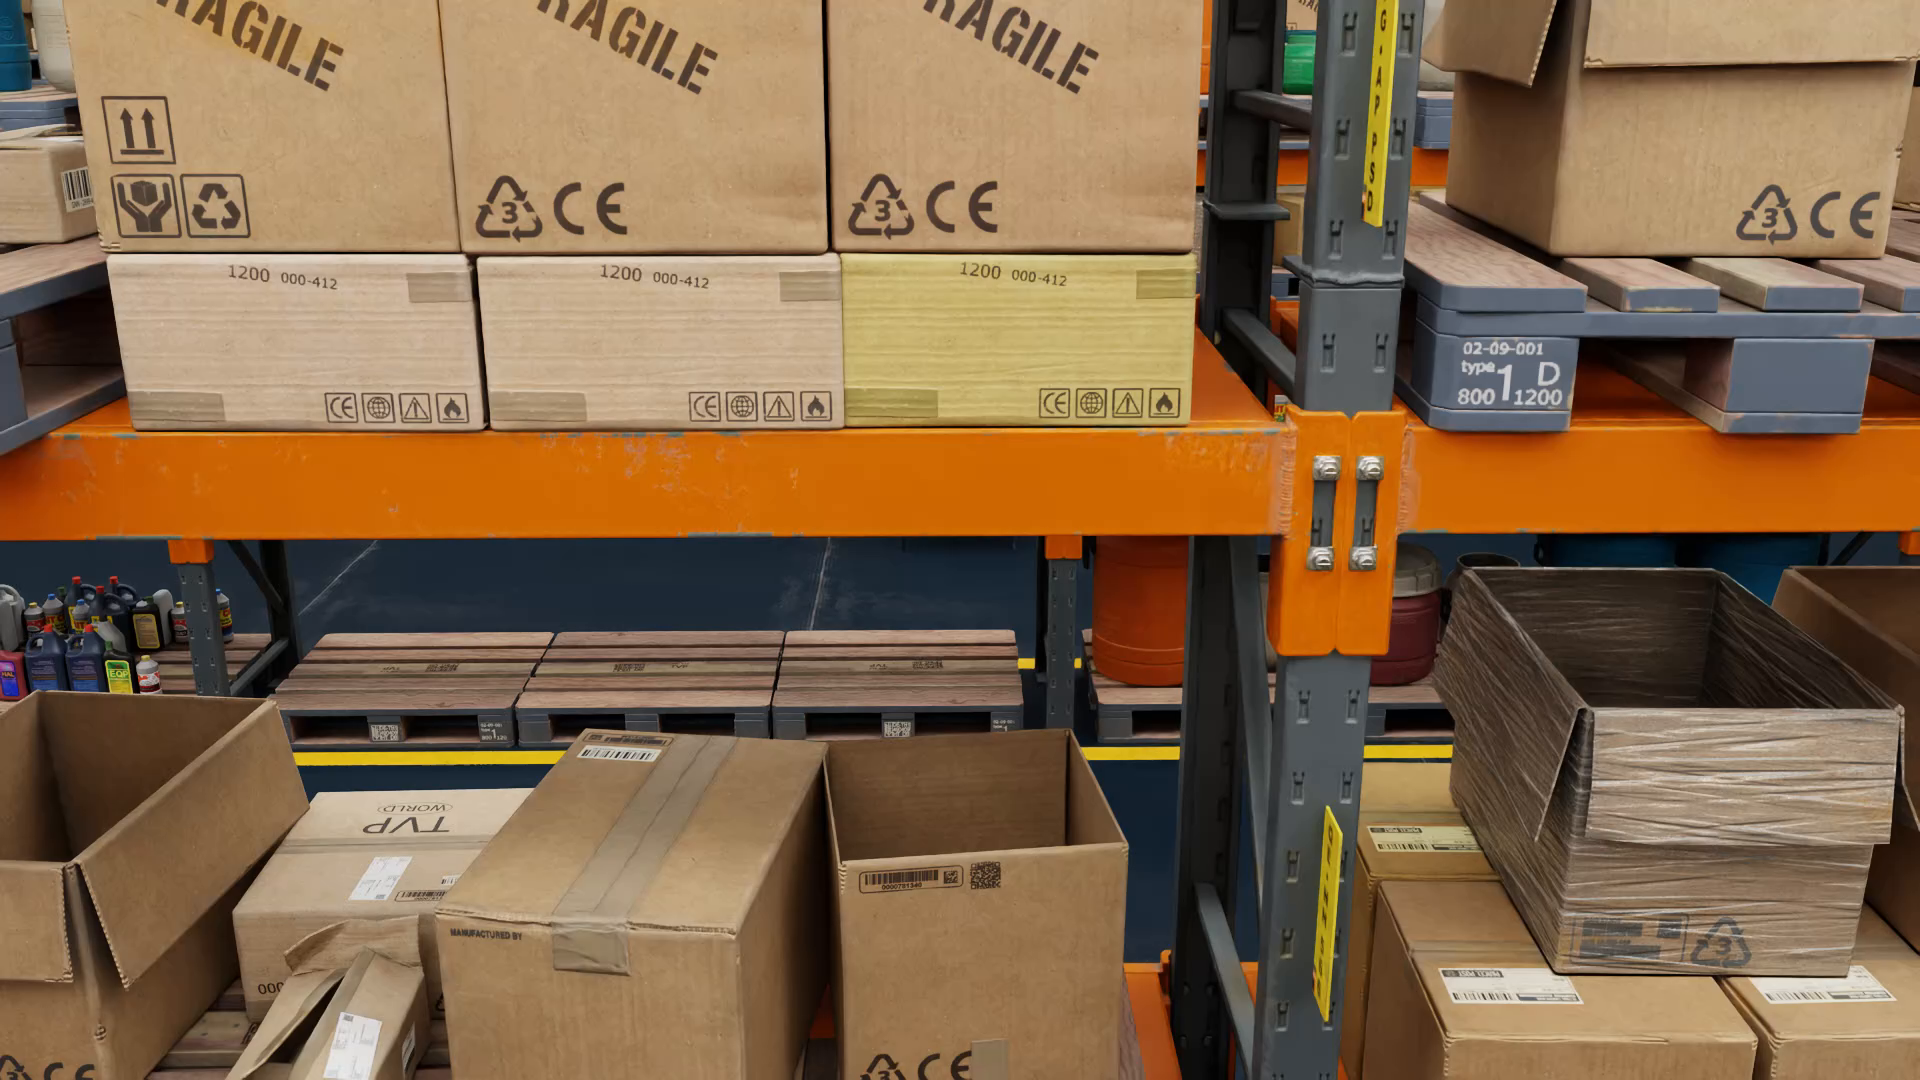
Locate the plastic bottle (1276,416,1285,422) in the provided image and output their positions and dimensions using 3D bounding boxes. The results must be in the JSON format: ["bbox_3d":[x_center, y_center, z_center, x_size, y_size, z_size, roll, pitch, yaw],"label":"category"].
[{"bbox_3d":[1.486,-0.442,7.727,0.097,0.271,0.097,0,18,0],"label":"plastic bottle"}]

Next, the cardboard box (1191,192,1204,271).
[{"bbox_3d":[1.941,-2.331,12.553,0.500,0.500,0.700,3,18,10],"label":"cardboard box"}]

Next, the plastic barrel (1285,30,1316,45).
[{"bbox_3d":[1.540,-2.200,7.622,0.301,0.262,0.301,0,18,0],"label":"plastic barrel"}]

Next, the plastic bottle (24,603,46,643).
[{"bbox_3d":[-4.815,0.427,8.666,0.097,0.201,0.097,0,18,0],"label":"plastic bottle"}]

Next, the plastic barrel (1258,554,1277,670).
[{"bbox_3d":[1.522,0.360,8.401,0.421,0.512,0.421,0,18,0],"label":"plastic barrel"}]

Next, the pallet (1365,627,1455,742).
[{"bbox_3d":[2.475,0.719,8.461,1.213,0.211,1.003,0,18,-1],"label":"pallet"}]

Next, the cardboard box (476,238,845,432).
[{"bbox_3d":[-0.419,-0.348,2.556,0.500,0.250,0.500,0,18,-1],"label":"cardboard box"}]

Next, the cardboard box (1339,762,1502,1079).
[{"bbox_3d":[1.038,0.800,3.480,0.500,0.500,0.500,0,18,1],"label":"cardboard box"}]

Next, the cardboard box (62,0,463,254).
[{"bbox_3d":[-0.933,-0.706,2.446,0.500,0.500,0.500,0,18,0],"label":"cardboard box"}]

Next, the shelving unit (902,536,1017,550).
[{"bbox_3d":[-0.007,-0.714,10.818,0.755,1.500,0.431,0,18,-1],"label":"shelving unit"}]

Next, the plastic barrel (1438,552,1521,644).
[{"bbox_3d":[2.651,0.354,8.418,0.421,0.512,0.421,0,18,0],"label":"plastic barrel"}]

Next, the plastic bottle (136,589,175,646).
[{"bbox_3d":[-4.178,0.397,8.638,0.135,0.276,0.152,0,18,1],"label":"plastic bottle"}]

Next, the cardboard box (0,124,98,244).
[{"bbox_3d":[-1.578,-0.612,2.829,0.250,0.166,0.380,-1,18,-2],"label":"cardboard box"}]

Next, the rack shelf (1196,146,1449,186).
[{"bbox_3d":[2.470,-1.683,7.650,4.000,0.370,1.077,0,18,-1],"label":"rack shelf"}]

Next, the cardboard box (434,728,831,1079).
[{"bbox_3d":[-0.548,0.726,3.023,0.500,0.500,0.700,2,18,7],"label":"cardboard box"}]

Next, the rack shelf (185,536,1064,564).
[{"bbox_3d":[-1.530,-0.235,8.048,4.000,0.370,1.077,0,18,-1],"label":"rack shelf"}]

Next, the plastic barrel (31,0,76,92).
[{"bbox_3d":[-3.963,-2.308,7.549,0.421,0.512,0.421,0,18,0],"label":"plastic barrel"}]

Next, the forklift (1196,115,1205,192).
[{"bbox_3d":[1.696,-2.775,14.901,3.031,2.935,1.130,-1,18,-2],"label":"forklift"}]

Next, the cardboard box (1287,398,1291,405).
[{"bbox_3d":[2.402,-1.044,12.762,0.500,0.500,0.500,-1,18,-3],"label":"cardboard box"}]

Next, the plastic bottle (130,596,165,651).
[{"bbox_3d":[-4.175,0.426,8.536,0.133,0.283,0.061,0,18,-1],"label":"plastic bottle"}]

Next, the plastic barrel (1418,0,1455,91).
[{"bbox_3d":[2.240,-2.335,7.595,0.433,0.535,0.433,0,18,0],"label":"plastic barrel"}]

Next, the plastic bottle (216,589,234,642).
[{"bbox_3d":[-3.855,0.389,8.670,0.097,0.271,0.097,0,18,0],"label":"plastic bottle"}]

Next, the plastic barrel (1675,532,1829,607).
[{"bbox_3d":[3.925,0.190,8.292,0.708,0.901,0.600,0,18,-1],"label":"plastic barrel"}]

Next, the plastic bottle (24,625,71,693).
[{"bbox_3d":[-4.361,0.576,7.958,0.185,0.351,0.144,-1,18,-4],"label":"plastic bottle"}]

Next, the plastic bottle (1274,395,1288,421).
[{"bbox_3d":[1.604,-0.656,8.394,0.097,0.271,0.097,0,18,0],"label":"plastic bottle"}]

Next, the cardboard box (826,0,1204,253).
[{"bbox_3d":[0.075,-0.710,2.457,0.500,0.500,0.500,0,18,1],"label":"cardboard box"}]

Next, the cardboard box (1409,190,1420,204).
[{"bbox_3d":[3.231,-2.410,12.800,0.500,0.500,0.700,3,18,8],"label":"cardboard box"}]

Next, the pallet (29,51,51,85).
[{"bbox_3d":[-6.896,-3.443,12.105,1.213,0.211,1.003,0,18,-1],"label":"pallet"}]

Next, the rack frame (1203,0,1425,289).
[{"bbox_3d":[0.548,-1.931,2.336,0.127,3.000,1.000,0,18,-1],"label":"rack frame"}]

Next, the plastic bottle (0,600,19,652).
[{"bbox_3d":[-4.929,0.445,8.490,0.135,0.276,0.152,0,18,-1],"label":"plastic bottle"}]

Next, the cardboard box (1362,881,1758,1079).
[{"bbox_3d":[1.039,0.958,2.985,0.500,0.500,0.500,0,18,1],"label":"cardboard box"}]

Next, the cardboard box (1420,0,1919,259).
[{"bbox_3d":[1.157,-0.777,2.792,0.637,0.503,0.797,1,18,2],"label":"cardboard box"}]

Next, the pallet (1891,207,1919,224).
[{"bbox_3d":[2.309,-0.439,2.903,1.213,0.211,1.003,1,18,2],"label":"pallet"}]

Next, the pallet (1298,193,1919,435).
[{"bbox_3d":[1.191,-0.432,2.883,1.003,0.211,1.213,1,18,2],"label":"pallet"}]

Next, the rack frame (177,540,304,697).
[{"bbox_3d":[-3.529,-0.568,7.908,0.127,3.000,1.000,0,18,-1],"label":"rack frame"}]

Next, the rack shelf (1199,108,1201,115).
[{"bbox_3d":[2.395,-3.196,12.366,4.000,0.370,1.077,0,18,-1],"label":"rack shelf"}]

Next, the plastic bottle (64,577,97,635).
[{"bbox_3d":[-4.532,0.362,8.625,0.185,0.351,0.144,-1,18,-3],"label":"plastic bottle"}]

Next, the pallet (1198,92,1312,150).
[{"bbox_3d":[1.236,-1.900,7.457,1.213,0.211,1.003,0,18,-1],"label":"pallet"}]

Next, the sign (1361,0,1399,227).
[{"bbox_3d":[0.555,-0.583,2.198,0.005,0.325,0.100,0,18,-1],"label":"sign"}]

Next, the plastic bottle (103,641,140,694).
[{"bbox_3d":[-4.005,0.619,7.934,0.133,0.283,0.061,1,18,2],"label":"plastic bottle"}]

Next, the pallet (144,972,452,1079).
[{"bbox_3d":[-1.430,1.039,3.213,1.213,0.211,1.003,0,18,-1],"label":"pallet"}]

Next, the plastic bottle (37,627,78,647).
[{"bbox_3d":[-4.388,0.566,8.110,0.135,0.276,0.152,0,18,-1],"label":"plastic bottle"}]

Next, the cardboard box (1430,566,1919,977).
[{"bbox_3d":[1.280,0.401,3.079,0.637,0.503,0.797,0,18,1],"label":"cardboard box"}]

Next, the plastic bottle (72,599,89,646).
[{"bbox_3d":[-4.486,0.436,8.523,0.097,0.271,0.097,0,18,0],"label":"plastic bottle"}]

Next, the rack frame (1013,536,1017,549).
[{"bbox_3d":[0.359,-0.716,10.824,0.023,1.500,0.400,0,18,-1],"label":"rack frame"}]

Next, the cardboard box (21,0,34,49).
[{"bbox_3d":[-7.029,-3.807,12.009,0.637,0.503,0.797,1,18,3],"label":"cardboard box"}]

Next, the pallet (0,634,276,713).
[{"bbox_3d":[-4.202,0.750,8.363,1.213,0.211,1.003,0,18,-1],"label":"pallet"}]

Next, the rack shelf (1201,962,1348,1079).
[{"bbox_3d":[2.548,1.258,3.392,4.000,0.370,1.077,0,18,-1],"label":"rack shelf"}]

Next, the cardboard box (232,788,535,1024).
[{"bbox_3d":[-1.131,0.735,3.405,0.500,0.250,0.500,-1,18,-2],"label":"cardboard box"}]

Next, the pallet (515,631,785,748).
[{"bbox_3d":[-1.522,0.737,8.404,1.213,0.211,1.003,0,18,-1],"label":"pallet"}]

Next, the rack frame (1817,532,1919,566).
[{"bbox_3d":[4.470,-0.607,8.028,0.127,3.000,1.000,0,18,-1],"label":"rack frame"}]

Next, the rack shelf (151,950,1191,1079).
[{"bbox_3d":[-1.451,1.278,3.332,4.000,0.370,1.077,0,18,-1],"label":"rack shelf"}]
